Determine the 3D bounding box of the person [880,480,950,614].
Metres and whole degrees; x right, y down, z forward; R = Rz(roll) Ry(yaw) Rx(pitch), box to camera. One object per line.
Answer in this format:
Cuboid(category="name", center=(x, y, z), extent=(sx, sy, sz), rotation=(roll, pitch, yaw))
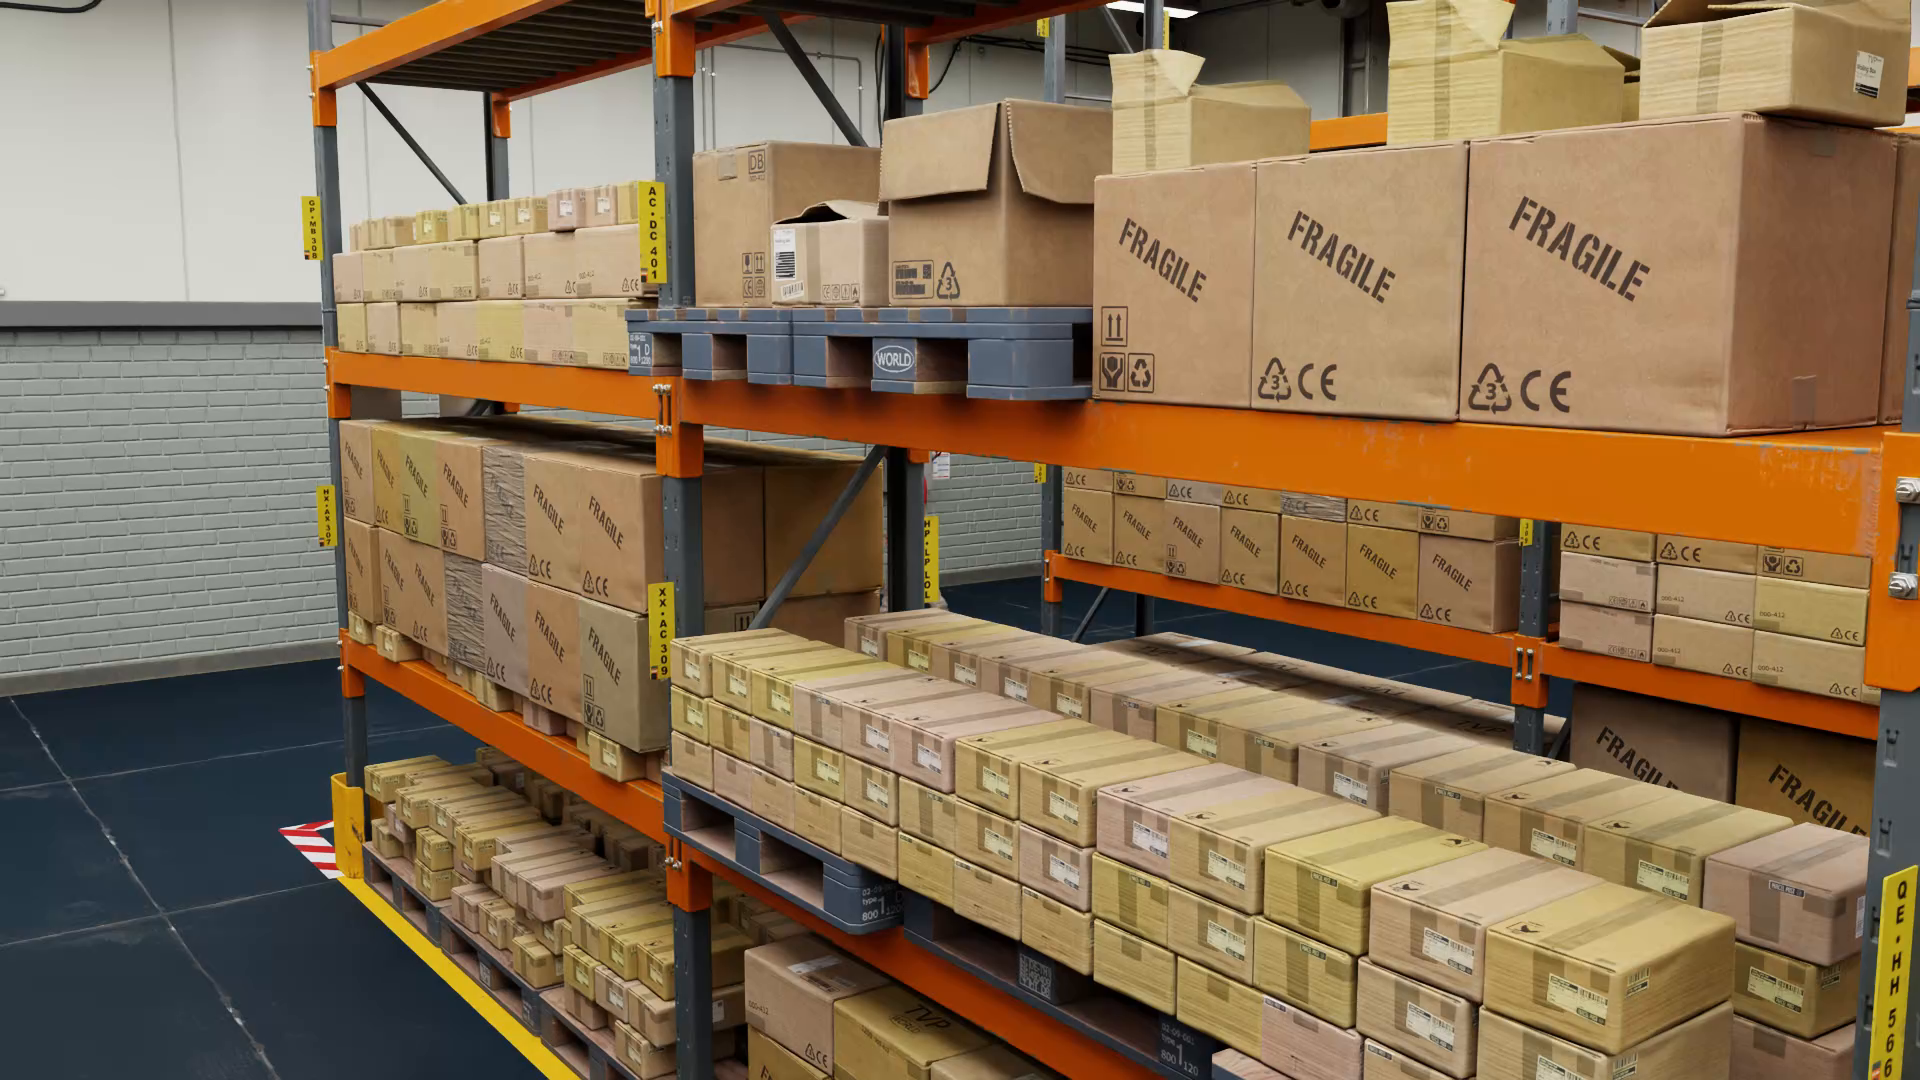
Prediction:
Cuboid(category="person", center=(-0.534, -0.040, 16.217), extent=(0.877, 1.662, 0.596), rotation=(0, 8, -2))
